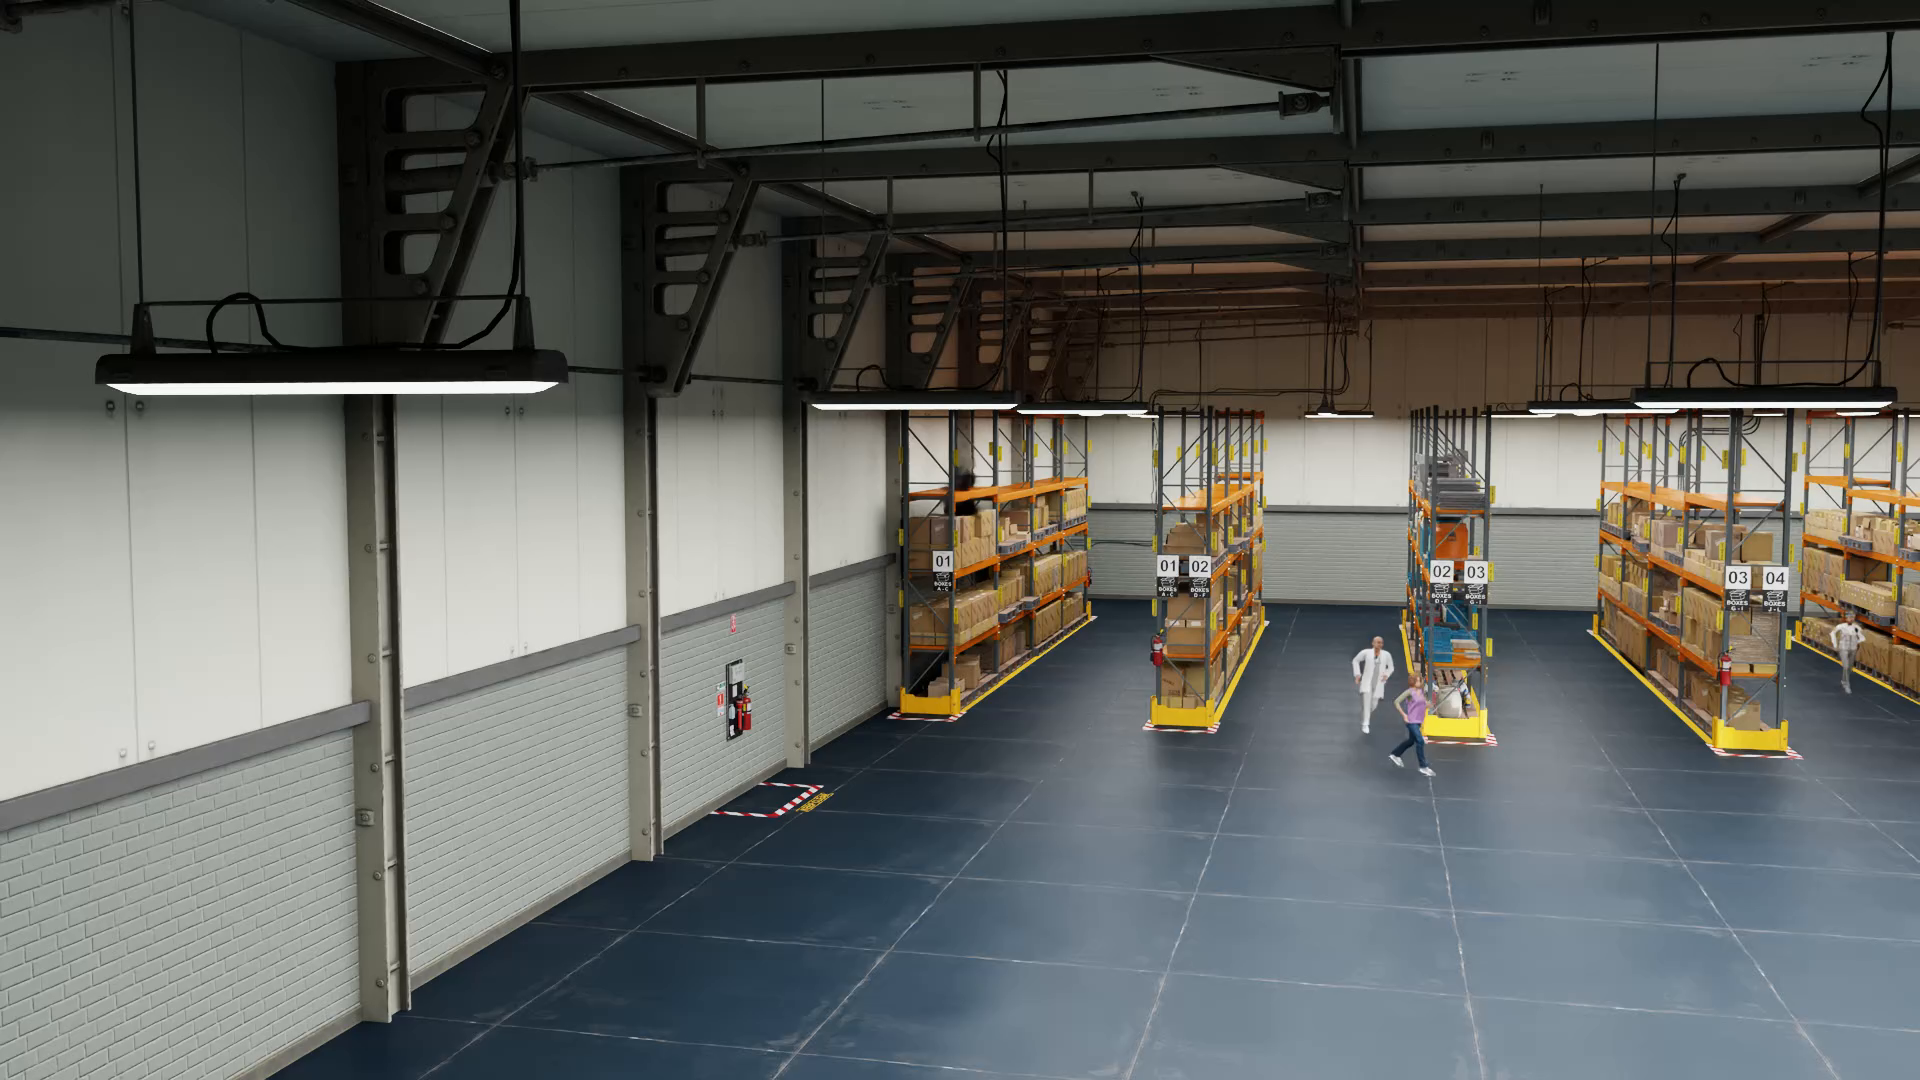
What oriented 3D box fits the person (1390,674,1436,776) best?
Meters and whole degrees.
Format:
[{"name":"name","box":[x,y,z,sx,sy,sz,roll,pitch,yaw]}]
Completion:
[{"name":"person","box":[7.346,2.968,26.942,0.871,1.593,0.531,4,6,43]}]

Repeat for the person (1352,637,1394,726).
[{"name":"person","box":[7.663,2.605,30.862,0.754,1.641,0.686,0,4,3]}]

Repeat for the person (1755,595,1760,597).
[{"name":"person","box":[20.144,1.791,41.502,0.644,1.644,0.819,1,4,19]}]

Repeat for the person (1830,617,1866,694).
[{"name":"person","box":[18.752,2.367,35.092,0.614,1.654,0.835,1,4,10]}]
